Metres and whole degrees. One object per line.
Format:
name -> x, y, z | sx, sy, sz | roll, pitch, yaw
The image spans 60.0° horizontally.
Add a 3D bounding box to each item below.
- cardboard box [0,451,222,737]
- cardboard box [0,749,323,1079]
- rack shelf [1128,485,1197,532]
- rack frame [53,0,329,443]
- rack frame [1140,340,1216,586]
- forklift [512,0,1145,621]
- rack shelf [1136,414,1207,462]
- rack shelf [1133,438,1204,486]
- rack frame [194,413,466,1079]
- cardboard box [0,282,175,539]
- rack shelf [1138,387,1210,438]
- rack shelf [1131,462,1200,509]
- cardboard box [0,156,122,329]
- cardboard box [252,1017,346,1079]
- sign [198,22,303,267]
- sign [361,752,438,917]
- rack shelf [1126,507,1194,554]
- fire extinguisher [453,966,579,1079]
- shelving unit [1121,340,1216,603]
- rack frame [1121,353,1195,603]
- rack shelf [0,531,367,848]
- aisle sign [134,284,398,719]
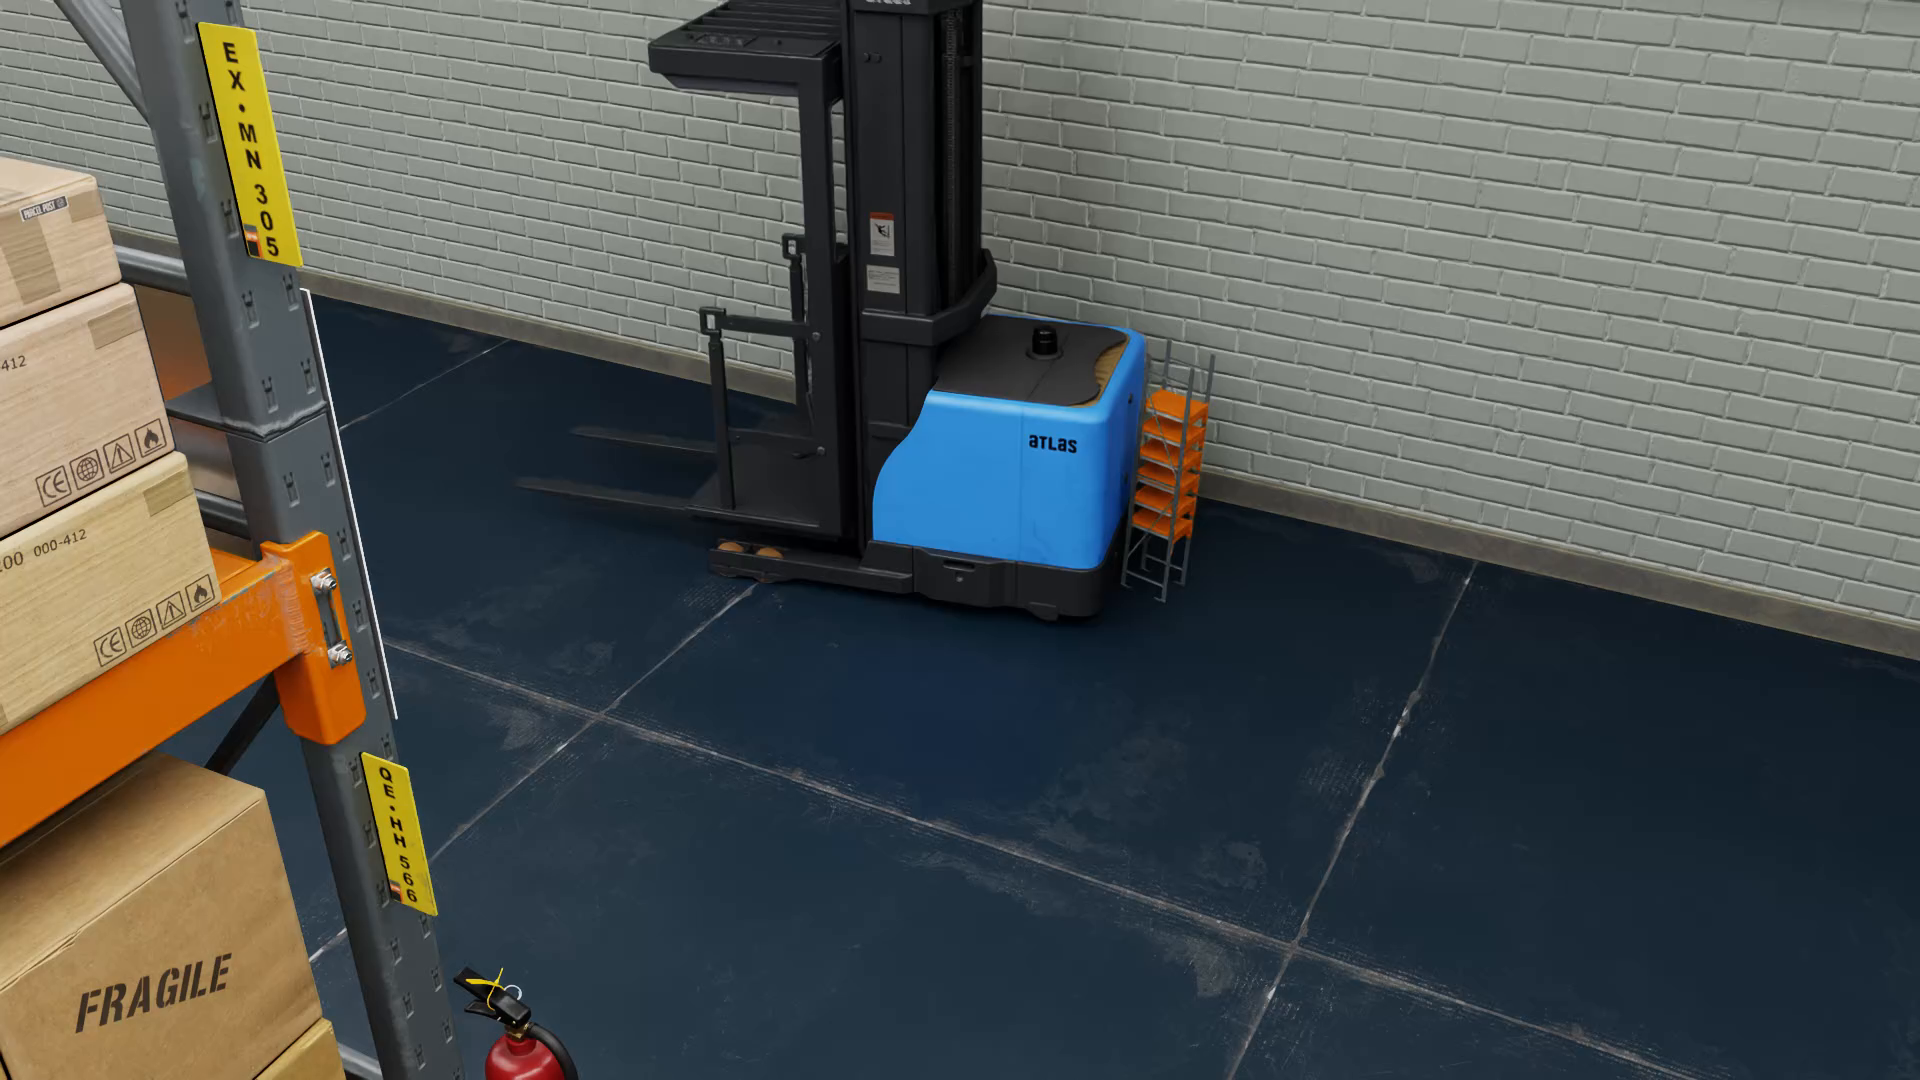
cardboard box -> -1.422, 0.041, 2.305 | 0.500, 0.250, 0.500 | 14, 33, 22
cardboard box -> -1.438, 0.669, 2.670 | 0.500, 0.500, 0.500 | 14, 33, 22
rack shelf -> 0.930, -0.158, 7.636 | 0.258, 0.103, 0.180 | 23, 37, 29
rack frame -> -1.451, -1.586, 1.976 | 1.000, 3.000, 0.127 | 14, 33, 23
rack frame -> 0.990, -0.335, 7.614 | 0.240, 1.200, 0.006 | 23, 37, 29
forklift -> -0.692, -1.308, 7.585 | 3.031, 2.935, 1.130 | 8, 31, 14
rack shelf -> 0.945, -0.464, 7.448 | 0.258, 0.103, 0.180 | 23, 37, 29
rack shelf -> 0.940, -0.362, 7.511 | 0.258, 0.103, 0.180 | 23, 37, 29
rack frame -> -1.451, 1.015, 3.470 | 1.000, 3.000, 0.127 | 14, 33, 23
cardboard box -> -1.434, -0.175, 2.180 | 0.500, 0.250, 0.500 | 13, 32, 22
rack shelf -> 0.950, -0.567, 7.385 | 0.258, 0.103, 0.180 | 23, 37, 29
rack shelf -> 0.935, -0.260, 7.573 | 0.258, 0.103, 0.180 | 23, 37, 29
cardboard box -> -1.340, -0.396, 2.164 | 0.380, 0.149, 0.250 | 14, 33, 23
cardboard box -> -1.426, 1.101, 2.922 | 0.500, 0.500, 0.500 | 15, 33, 24
sign -> -0.966, -0.535, 2.268 | 0.100, 0.325, 0.005 | 14, 33, 23
sign -> -0.966, 0.511, 2.868 | 0.100, 0.325, 0.005 | 14, 33, 23
rack shelf -> 0.925, -0.056, 7.699 | 0.258, 0.103, 0.180 | 23, 37, 29
fire extinguisher -> -0.925, 1.204, 3.594 | 0.296, 0.674, 0.183 | 14, 33, 23
shelving unit -> 0.937, -0.298, 7.550 | 0.258, 1.200, 0.189 | 23, 37, 29
rack frame -> 0.883, -0.261, 7.486 | 0.240, 1.200, 0.006 | 23, 37, 29
rack shelf -> -2.362, 0.913, 1.358 | 1.077, 0.370, 4.000 | 14, 33, 23
aisle sign -> -1.150, -0.076, 2.760 | 0.394, 0.787, 0.004 | 14, 33, 23
